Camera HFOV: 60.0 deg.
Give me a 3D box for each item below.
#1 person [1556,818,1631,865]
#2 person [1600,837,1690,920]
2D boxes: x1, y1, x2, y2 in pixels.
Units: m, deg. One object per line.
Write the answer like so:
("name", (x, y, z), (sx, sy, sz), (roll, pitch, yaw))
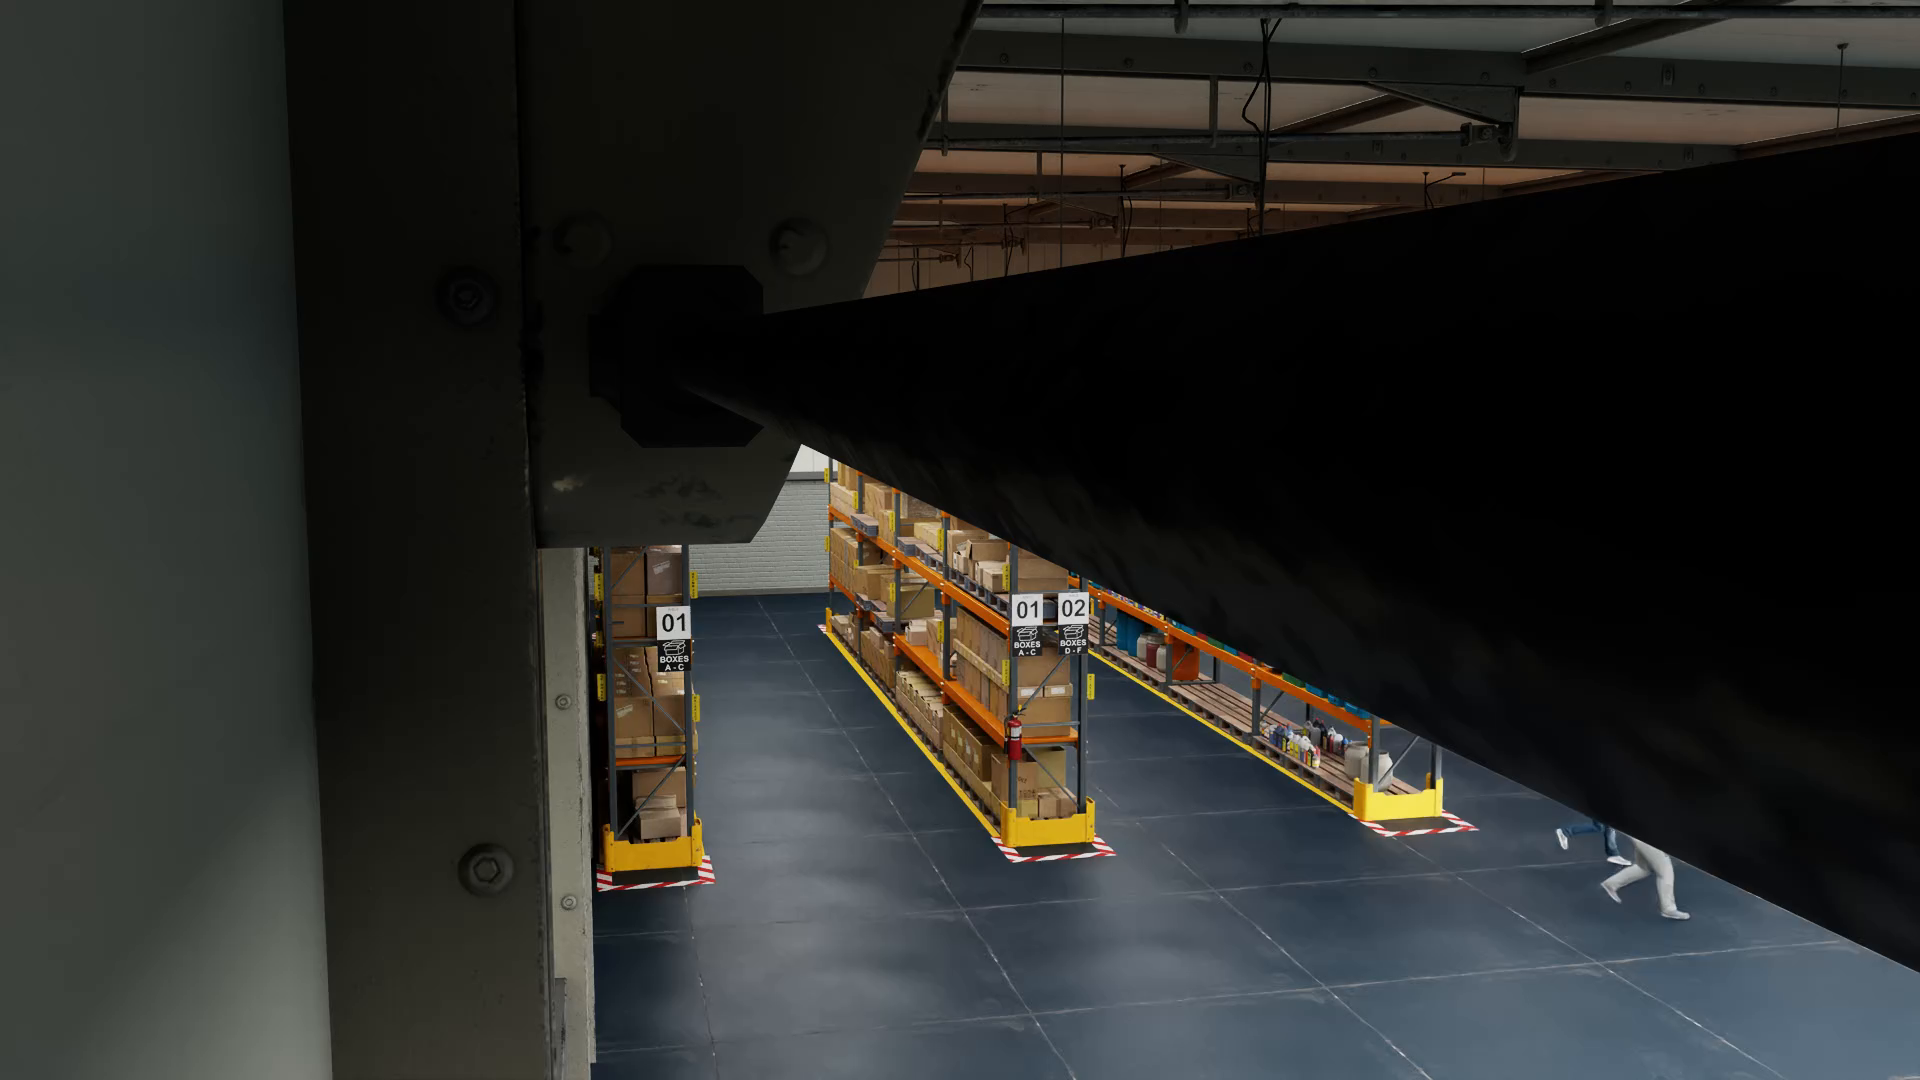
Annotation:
("person", (7.738, 3.165, 20.277), (0.874, 1.569, 0.558), (1, 7, 10))
("person", (7.590, 3.330, 18.345), (0.918, 1.644, 0.615), (2, 7, 14))
